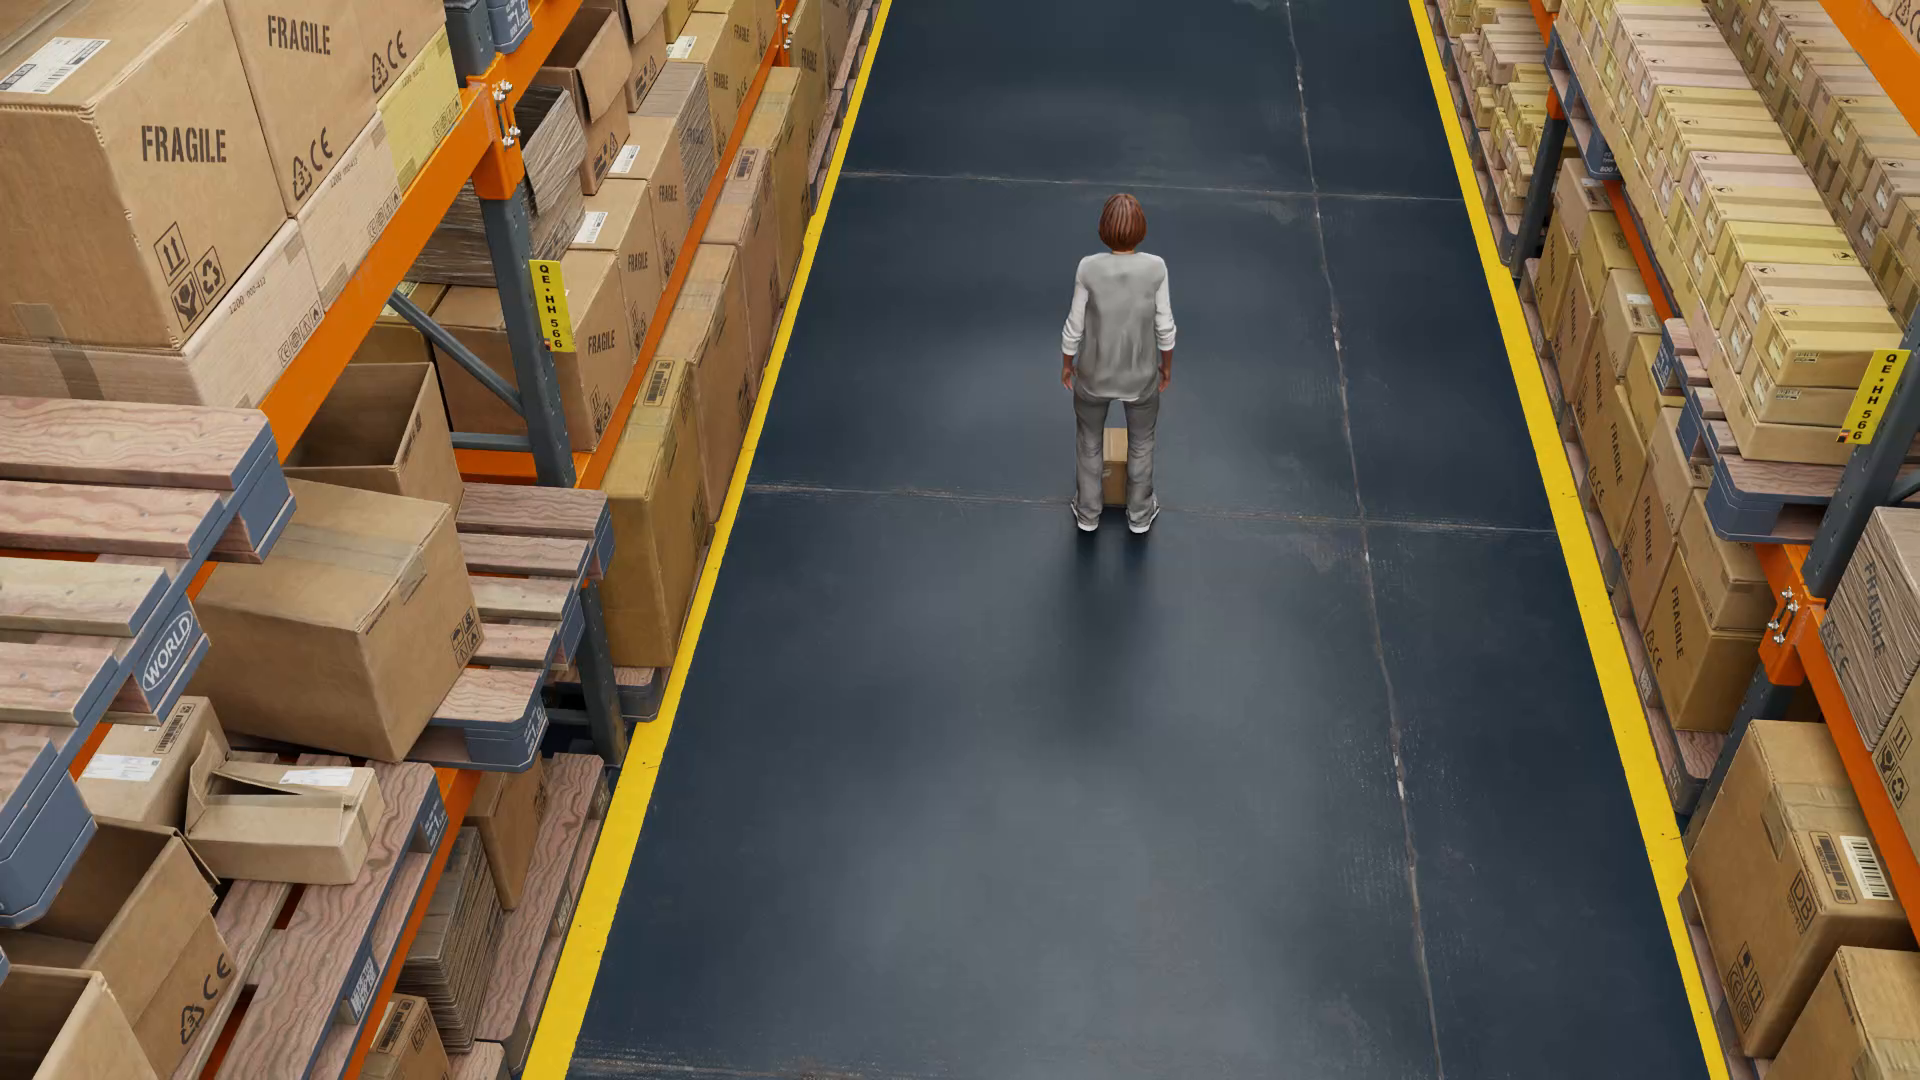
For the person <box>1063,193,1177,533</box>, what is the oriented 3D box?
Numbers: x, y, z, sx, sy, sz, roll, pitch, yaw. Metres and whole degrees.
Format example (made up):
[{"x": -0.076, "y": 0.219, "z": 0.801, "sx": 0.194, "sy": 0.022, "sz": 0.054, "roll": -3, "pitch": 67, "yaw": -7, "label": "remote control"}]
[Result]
[{"x": 0.662, "y": -0.697, "z": 6.977, "sx": 0.468, "sy": 1.593, "sz": 0.350, "roll": 3, "pitch": 41, "yaw": 3, "label": "person"}]
